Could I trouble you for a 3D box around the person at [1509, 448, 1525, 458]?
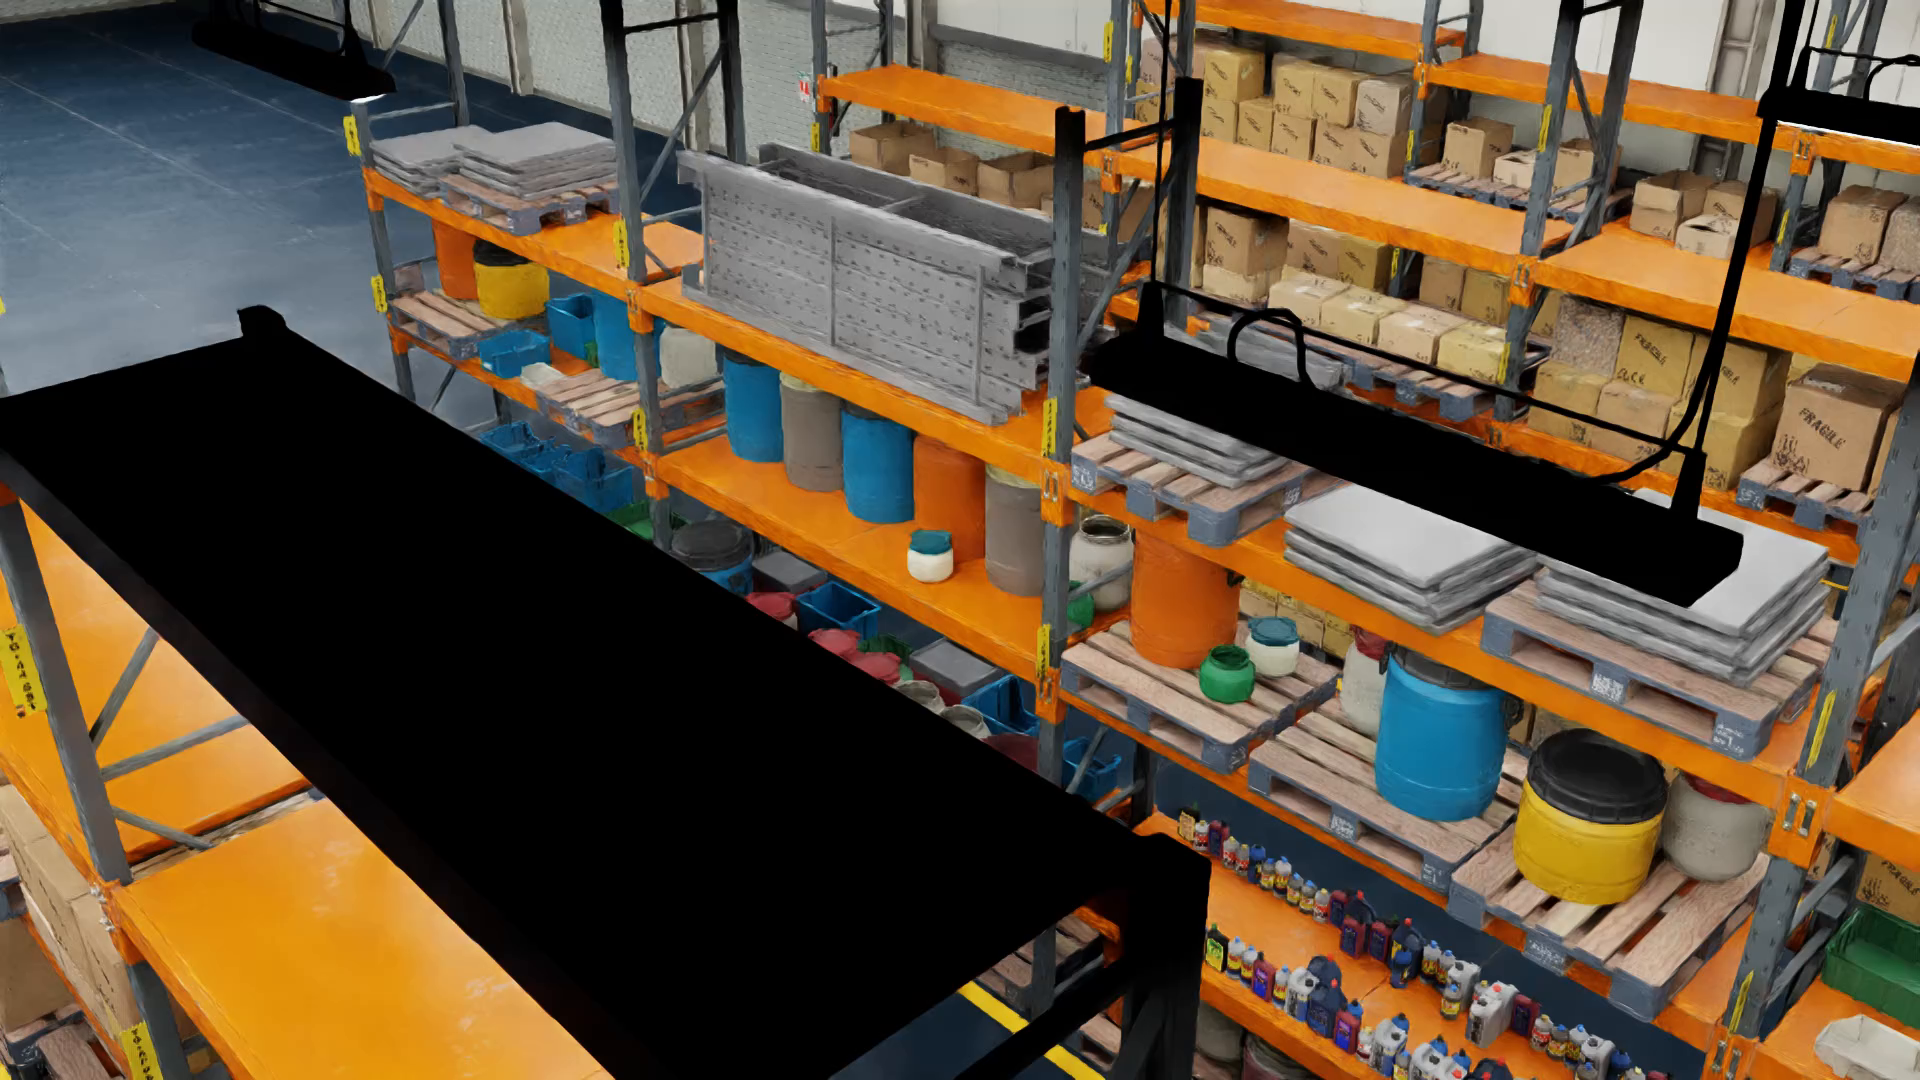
[{"bbox_3d":[5.054,-0.102,15.234,0.930,1.709,0.733,24,36,37],"label":"person"}]
